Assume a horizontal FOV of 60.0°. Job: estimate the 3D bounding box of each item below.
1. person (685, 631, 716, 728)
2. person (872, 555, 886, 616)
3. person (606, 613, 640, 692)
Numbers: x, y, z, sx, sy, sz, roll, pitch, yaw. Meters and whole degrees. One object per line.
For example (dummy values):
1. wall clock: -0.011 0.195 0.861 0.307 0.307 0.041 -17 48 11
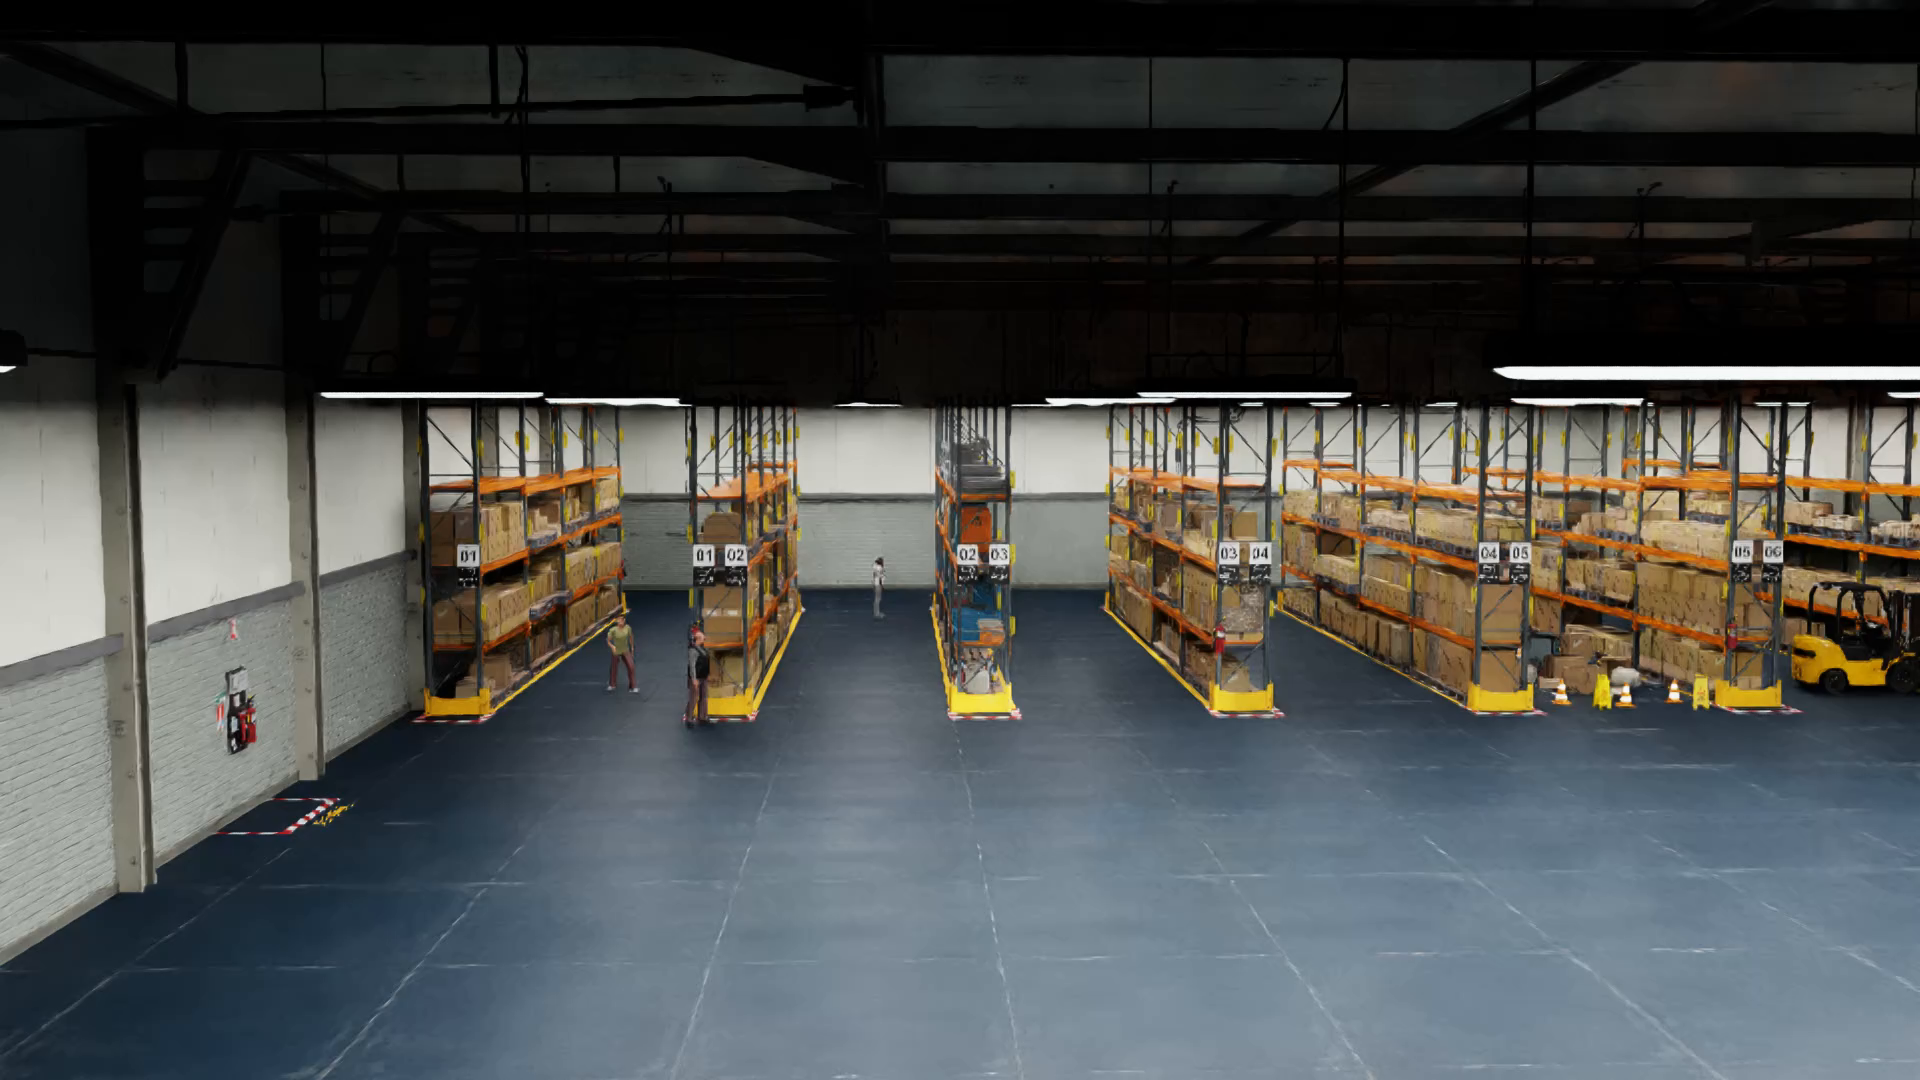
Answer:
1. person: -4.698 2.495 29.911 0.417 1.725 0.615 2 5 19
2. person: -2.245 1.253 45.980 0.373 1.679 0.588 -1 5 -18
3. person: -6.856 2.263 33.670 0.621 1.604 0.814 -2 5 -18
